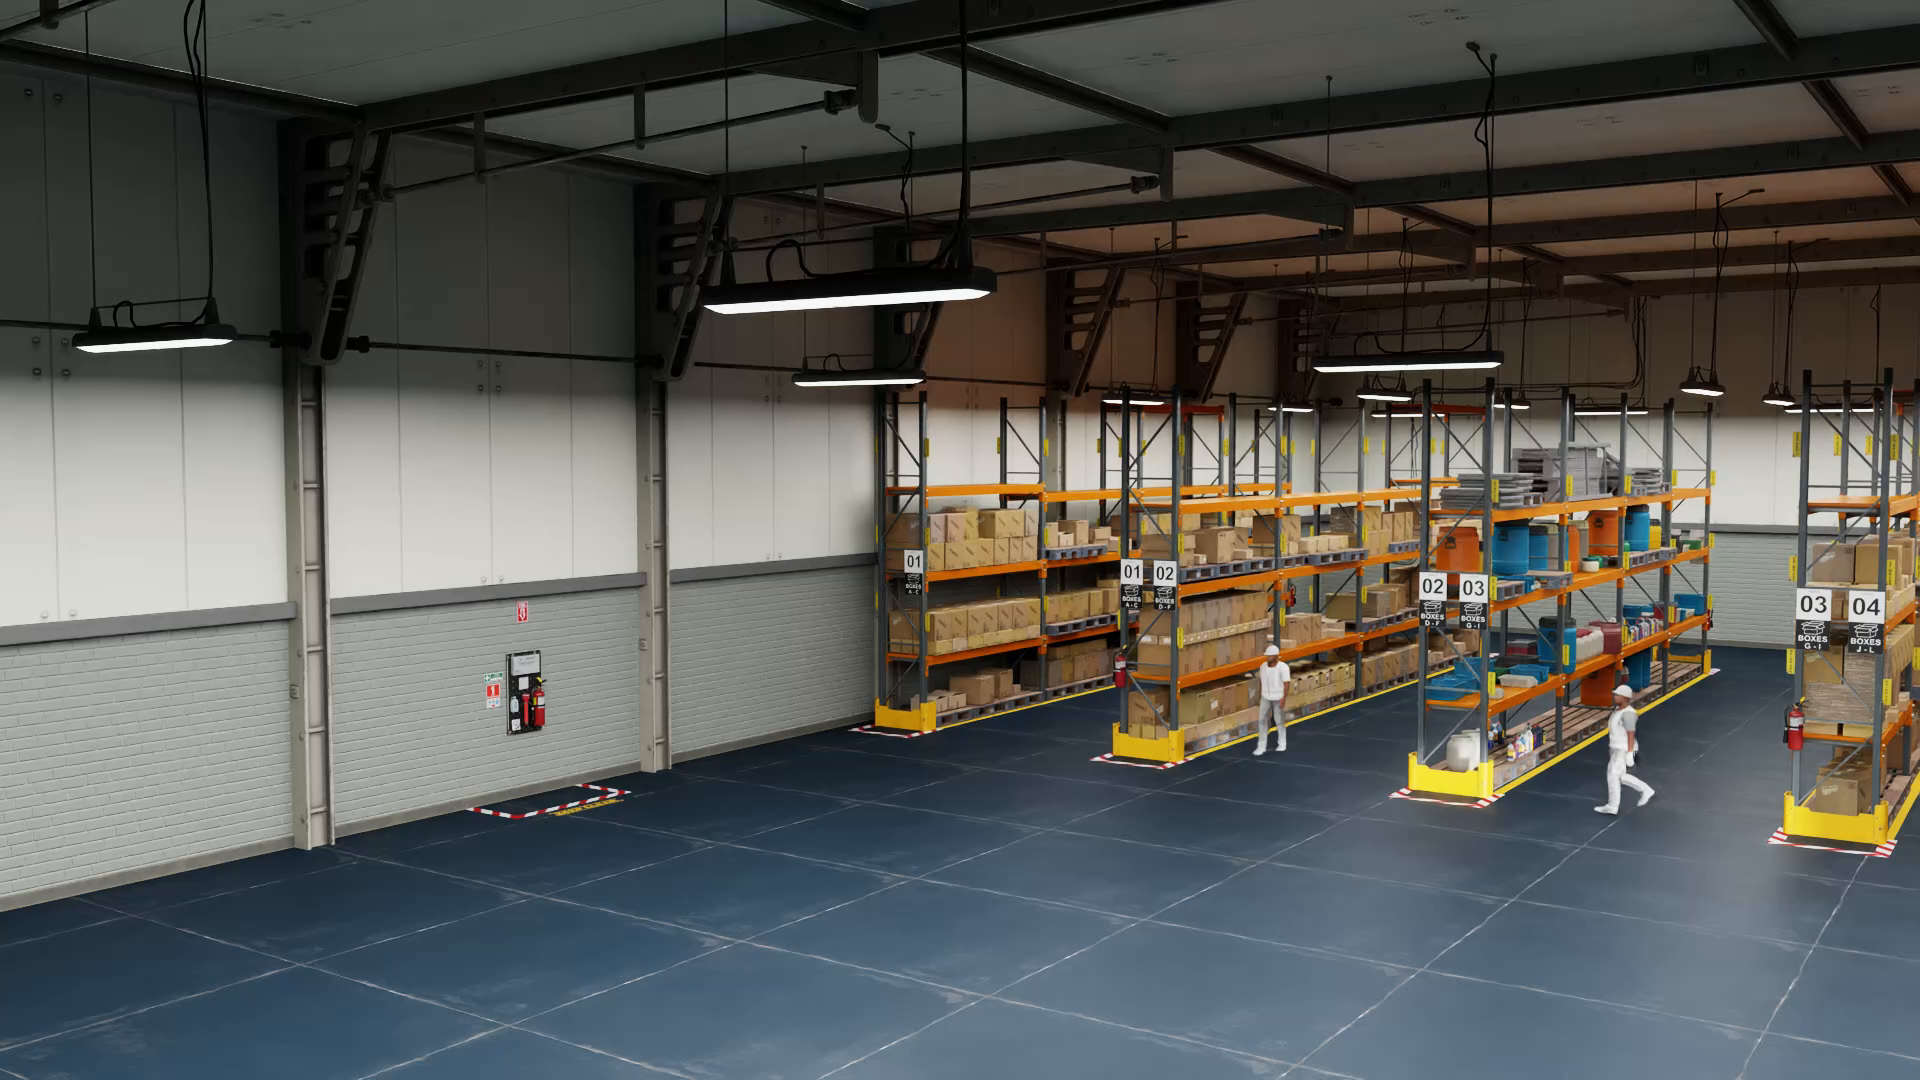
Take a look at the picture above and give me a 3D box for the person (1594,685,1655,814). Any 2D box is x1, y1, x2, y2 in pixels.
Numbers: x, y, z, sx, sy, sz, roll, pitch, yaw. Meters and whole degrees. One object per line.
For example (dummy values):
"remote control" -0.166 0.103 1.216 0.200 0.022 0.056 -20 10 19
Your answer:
"person" 9.094 2.853 22.683 0.868 1.761 0.568 0 3 2

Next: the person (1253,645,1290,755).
"person" 5.106 2.608 27.226 0.622 1.775 0.705 3 4 43
